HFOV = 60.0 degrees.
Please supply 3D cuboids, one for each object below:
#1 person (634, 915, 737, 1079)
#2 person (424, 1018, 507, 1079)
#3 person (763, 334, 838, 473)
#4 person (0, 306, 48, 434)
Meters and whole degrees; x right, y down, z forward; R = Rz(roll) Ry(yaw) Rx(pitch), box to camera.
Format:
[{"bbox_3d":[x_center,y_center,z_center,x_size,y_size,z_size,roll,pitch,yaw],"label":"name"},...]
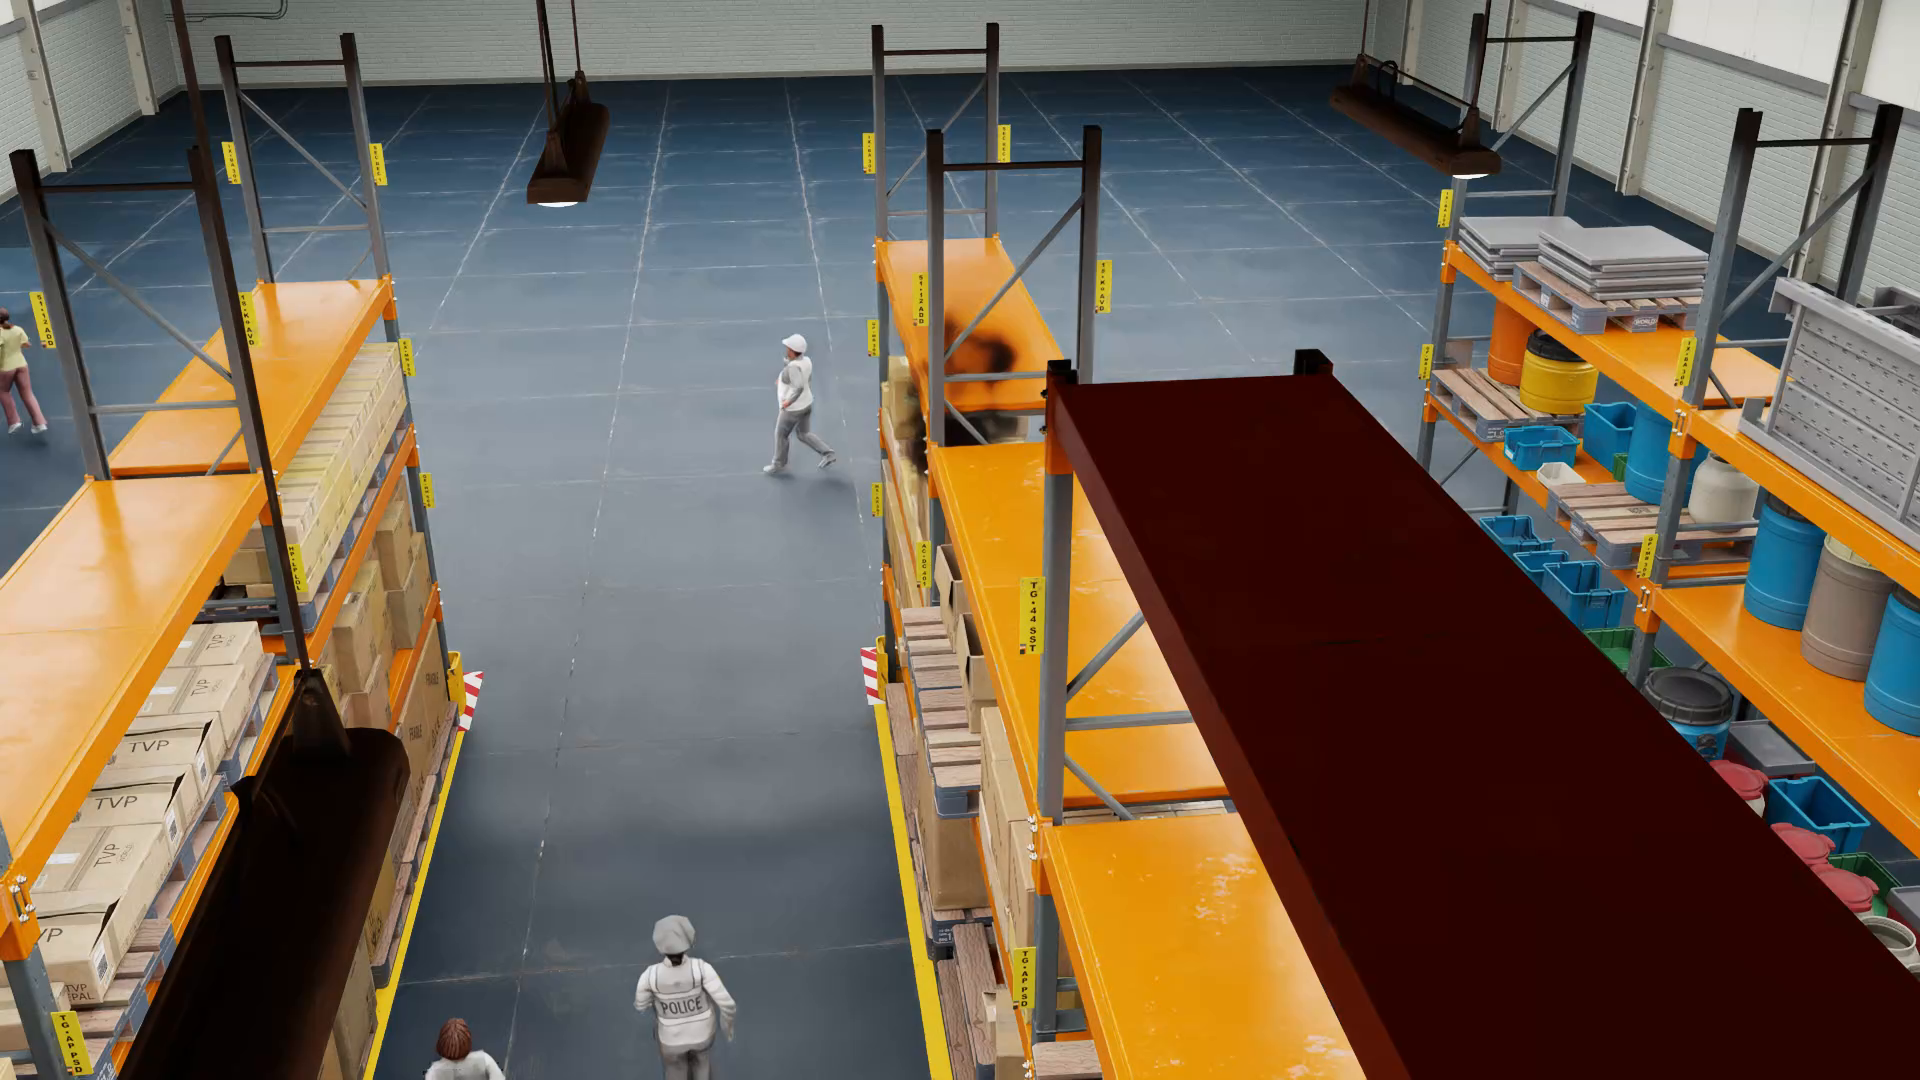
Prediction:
[{"bbox_3d":[-1.678,3.040,10.190,0.574,1.709,0.781,-8,27,-16],"label":"person"},{"bbox_3d":[-2.778,3.421,9.468,0.526,1.628,0.774,-4,26,-7],"label":"person"},{"bbox_3d":[-1.939,-1.588,19.786,0.963,1.776,0.673,11,27,21],"label":"person"},{"bbox_3d":[-11.908,-2.099,20.975,0.778,1.726,0.563,18,31,33],"label":"person"}]
